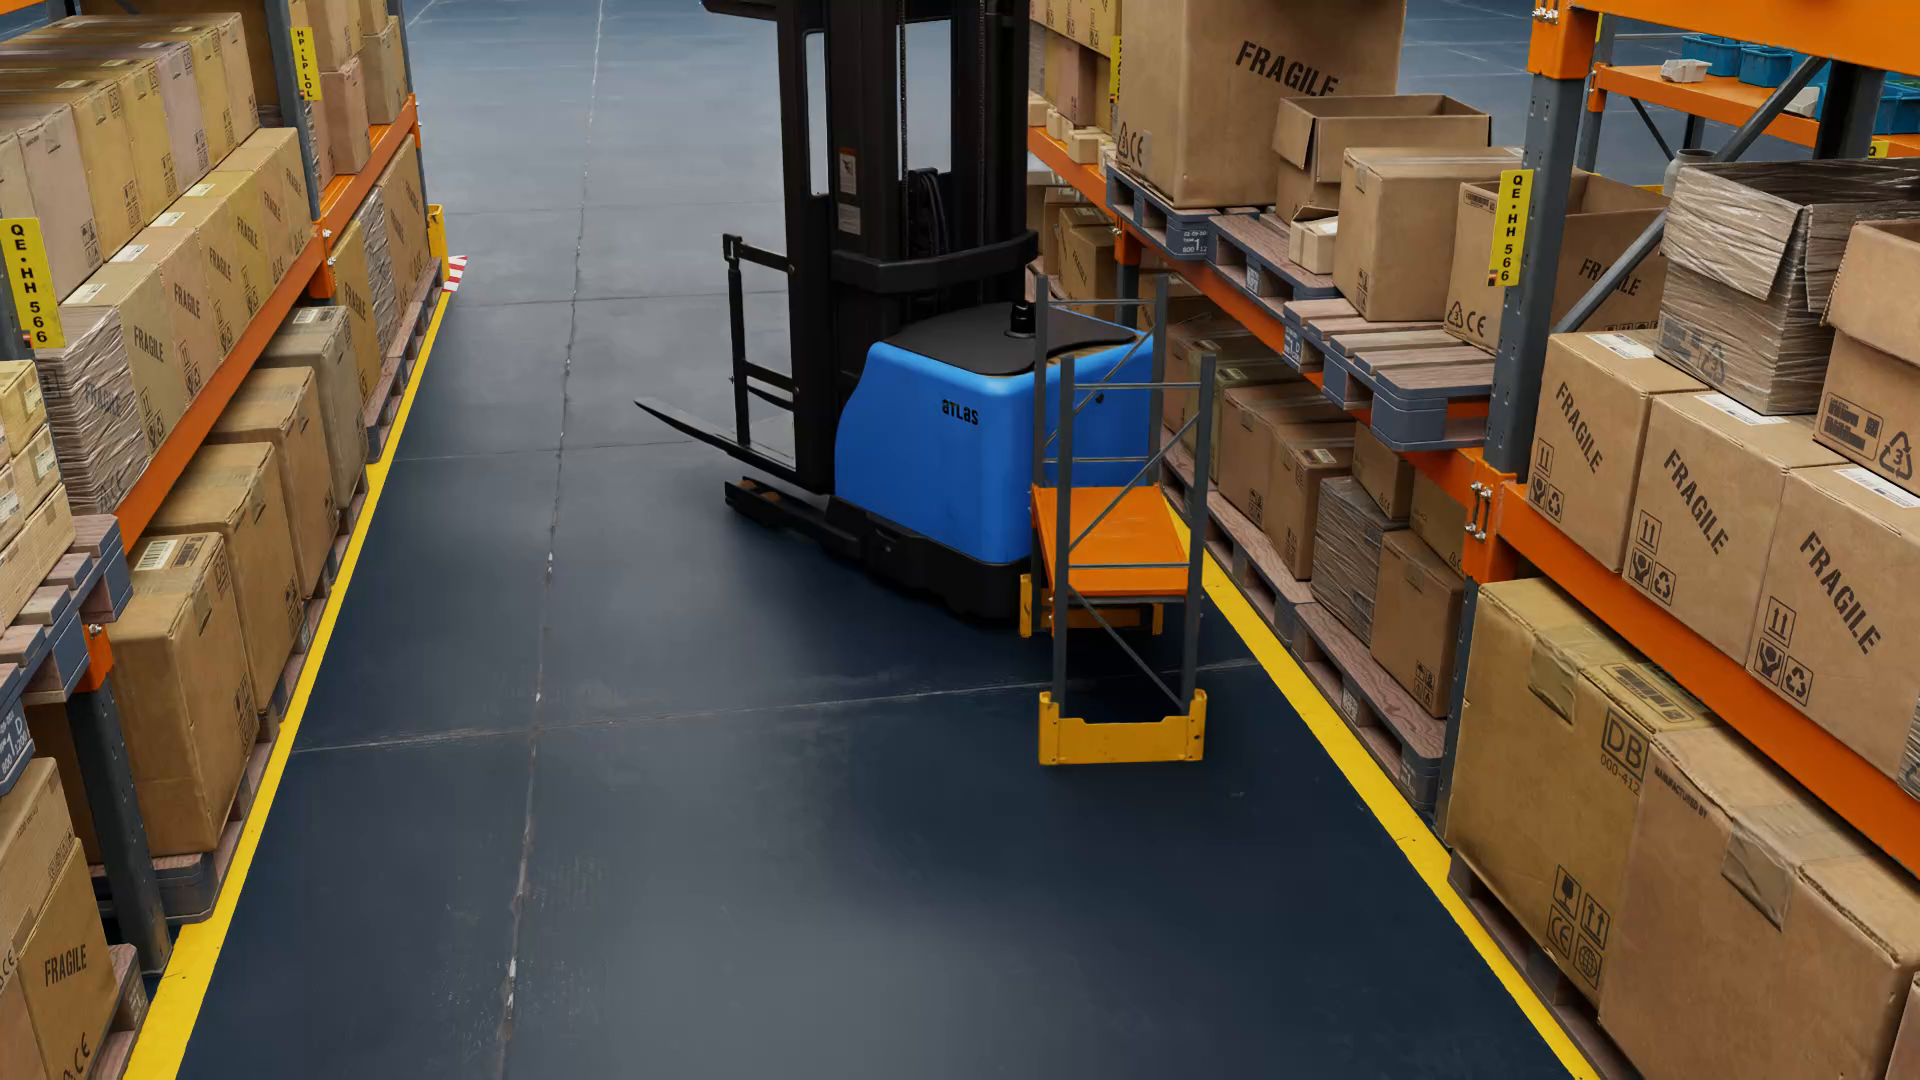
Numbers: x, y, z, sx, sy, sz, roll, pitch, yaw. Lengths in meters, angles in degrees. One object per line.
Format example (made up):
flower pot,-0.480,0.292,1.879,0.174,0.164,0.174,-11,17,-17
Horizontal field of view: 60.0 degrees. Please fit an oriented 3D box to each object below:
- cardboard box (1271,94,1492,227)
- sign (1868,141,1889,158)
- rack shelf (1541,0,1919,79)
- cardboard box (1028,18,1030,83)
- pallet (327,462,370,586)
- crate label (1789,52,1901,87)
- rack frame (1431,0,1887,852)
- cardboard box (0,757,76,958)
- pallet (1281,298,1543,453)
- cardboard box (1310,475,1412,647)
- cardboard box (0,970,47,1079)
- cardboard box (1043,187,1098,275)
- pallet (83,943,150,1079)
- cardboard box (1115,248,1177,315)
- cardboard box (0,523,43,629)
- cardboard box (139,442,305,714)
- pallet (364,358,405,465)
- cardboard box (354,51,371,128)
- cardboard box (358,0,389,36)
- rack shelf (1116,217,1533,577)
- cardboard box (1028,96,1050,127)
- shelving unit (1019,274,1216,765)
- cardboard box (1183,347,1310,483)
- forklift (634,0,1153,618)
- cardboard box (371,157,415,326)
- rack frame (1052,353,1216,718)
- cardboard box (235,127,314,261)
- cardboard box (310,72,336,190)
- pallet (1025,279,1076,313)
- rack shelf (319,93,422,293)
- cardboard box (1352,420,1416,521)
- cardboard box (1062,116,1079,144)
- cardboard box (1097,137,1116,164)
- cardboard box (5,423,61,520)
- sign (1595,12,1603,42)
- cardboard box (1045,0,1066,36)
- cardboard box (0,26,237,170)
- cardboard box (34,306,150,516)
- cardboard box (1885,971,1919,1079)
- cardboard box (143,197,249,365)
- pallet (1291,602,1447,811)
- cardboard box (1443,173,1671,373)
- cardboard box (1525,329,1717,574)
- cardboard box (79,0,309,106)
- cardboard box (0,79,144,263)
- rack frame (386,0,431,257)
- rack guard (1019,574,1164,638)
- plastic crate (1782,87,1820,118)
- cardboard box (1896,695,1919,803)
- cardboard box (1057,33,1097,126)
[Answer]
cardboard box,1.743,-1.557,6.913,0.797,0.503,0.637,-2,24,-4
sign,2.616,-0.992,4.826,0.100,0.325,0.005,-4,24,-10
rack shelf,2.441,-0.677,2.704,1.077,0.370,4.000,-4,24,-10
cardboard box,0.877,-3.341,11.157,0.875,0.500,0.500,-4,24,-10
pallet,-3.345,-0.089,7.690,1.003,0.211,1.213,-4,24,-10
crate label,6.065,-3.244,11.386,0.502,0.435,0.616,-4,24,-10
rack frame,2.071,-0.419,4.961,1.000,3.000,0.127,-4,24,-10
cardboard box,-2.438,0.768,3.906,0.500,0.250,0.500,-5,24,-11
pallet,1.835,-0.603,5.623,1.213,0.211,1.003,-4,24,-10
cardboard box,1.812,0.046,6.471,0.700,0.500,0.500,-6,24,-14
cardboard box,-2.351,1.306,3.611,0.500,0.500,0.500,-3,24,-8
cardboard box,0.835,-2.133,11.484,0.500,0.500,0.500,2,24,4
pallet,-2.679,1.494,4.066,1.003,0.211,1.213,-4,24,-10
cardboard box,1.183,-1.424,9.861,0.500,0.500,0.500,3,24,7
cardboard box,-2.235,0.089,3.588,0.380,0.149,0.250,-4,24,-10
cardboard box,-3.011,0.157,5.928,1.050,0.750,0.750,-4,24,-9
pallet,-3.625,-0.692,9.070,1.003,0.211,1.213,-4,24,-10
cardboard box,-4.085,-2.720,10.043,0.875,0.550,0.550,-4,24,-10
cardboard box,-4.079,-3.443,10.350,0.875,0.550,0.550,-4,24,-10
rack shelf,1.701,-0.876,6.906,1.077,0.370,4.000,-4,24,-10
cardboard box,0.592,-2.723,10.552,0.380,0.149,0.250,-4,24,-10
shelving unit,0.558,-0.108,6.123,0.587,1.500,1.083,-1,24,-2
cardboard box,1.493,-0.616,7.986,0.700,0.500,0.500,-4,24,-10
forklift,-0.483,-1.528,7.587,1.130,2.935,3.031,-20,31,-38
cardboard box,-3.946,-1.849,10.366,0.875,0.875,0.875,-5,24,-11
rack frame,0.576,0.092,5.666,0.500,1.500,0.032,-1,24,-2
cardboard box,-3.203,-1.525,7.369,0.500,0.500,0.500,-4,24,-10
cardboard box,-3.766,-2.092,8.606,0.875,0.550,0.550,-4,24,-10
pallet,0.943,-1.457,10.822,1.003,0.211,1.213,-4,24,-10
rack shelf,-3.932,-2.122,9.759,1.077,0.370,4.000,-4,24,-10
cardboard box,1.810,-0.288,6.298,0.500,0.250,0.500,-2,24,-4
cardboard box,0.820,-2.435,9.892,0.380,0.149,0.250,-4,24,-10
cardboard box,0.979,-2.142,9.220,0.380,0.149,0.250,-4,24,-10
cardboard box,-2.283,-0.144,3.751,0.380,0.149,0.250,-4,24,-9
sign,4.918,-4.020,12.861,0.100,0.325,0.005,-4,24,-10
cardboard box,0.792,-3.182,9.543,0.500,0.500,0.500,-4,24,-10
cardboard box,-3.367,-1.772,6.685,0.700,0.500,0.500,-5,24,-11
cardboard box,-2.640,-0.334,4.642,0.500,0.500,0.500,-4,24,-9
cardboard box,2.507,1.334,3.078,1.225,0.875,0.875,-5,24,-12
cardboard box,-2.919,-0.928,6.002,0.500,0.500,0.500,-5,24,-10
pallet,1.928,0.552,6.223,1.003,0.211,1.213,-4,24,-10
cardboard box,1.932,-0.867,5.337,0.500,0.500,0.500,-7,25,-16
cardboard box,1.894,-0.253,4.457,0.500,0.500,0.500,-4,24,-8
cardboard box,-3.596,-2.376,7.906,0.875,0.550,0.550,-4,24,-10
cardboard box,-3.087,-1.173,5.314,0.700,0.500,0.500,-5,24,-11
rack frame,-4.301,-3.238,11.417,1.000,3.000,0.127,-4,24,-10
rack guard,0.540,0.266,6.829,0.587,0.250,0.087,-1,24,-2
plastic crate,5.650,-2.858,10.875,0.530,0.136,0.437,-4,24,-10
cardboard box,2.180,0.347,3.082,0.500,0.500,0.500,-4,24,-10
cardboard box,1.060,-2.744,9.789,0.875,0.500,0.500,-4,24,-10
